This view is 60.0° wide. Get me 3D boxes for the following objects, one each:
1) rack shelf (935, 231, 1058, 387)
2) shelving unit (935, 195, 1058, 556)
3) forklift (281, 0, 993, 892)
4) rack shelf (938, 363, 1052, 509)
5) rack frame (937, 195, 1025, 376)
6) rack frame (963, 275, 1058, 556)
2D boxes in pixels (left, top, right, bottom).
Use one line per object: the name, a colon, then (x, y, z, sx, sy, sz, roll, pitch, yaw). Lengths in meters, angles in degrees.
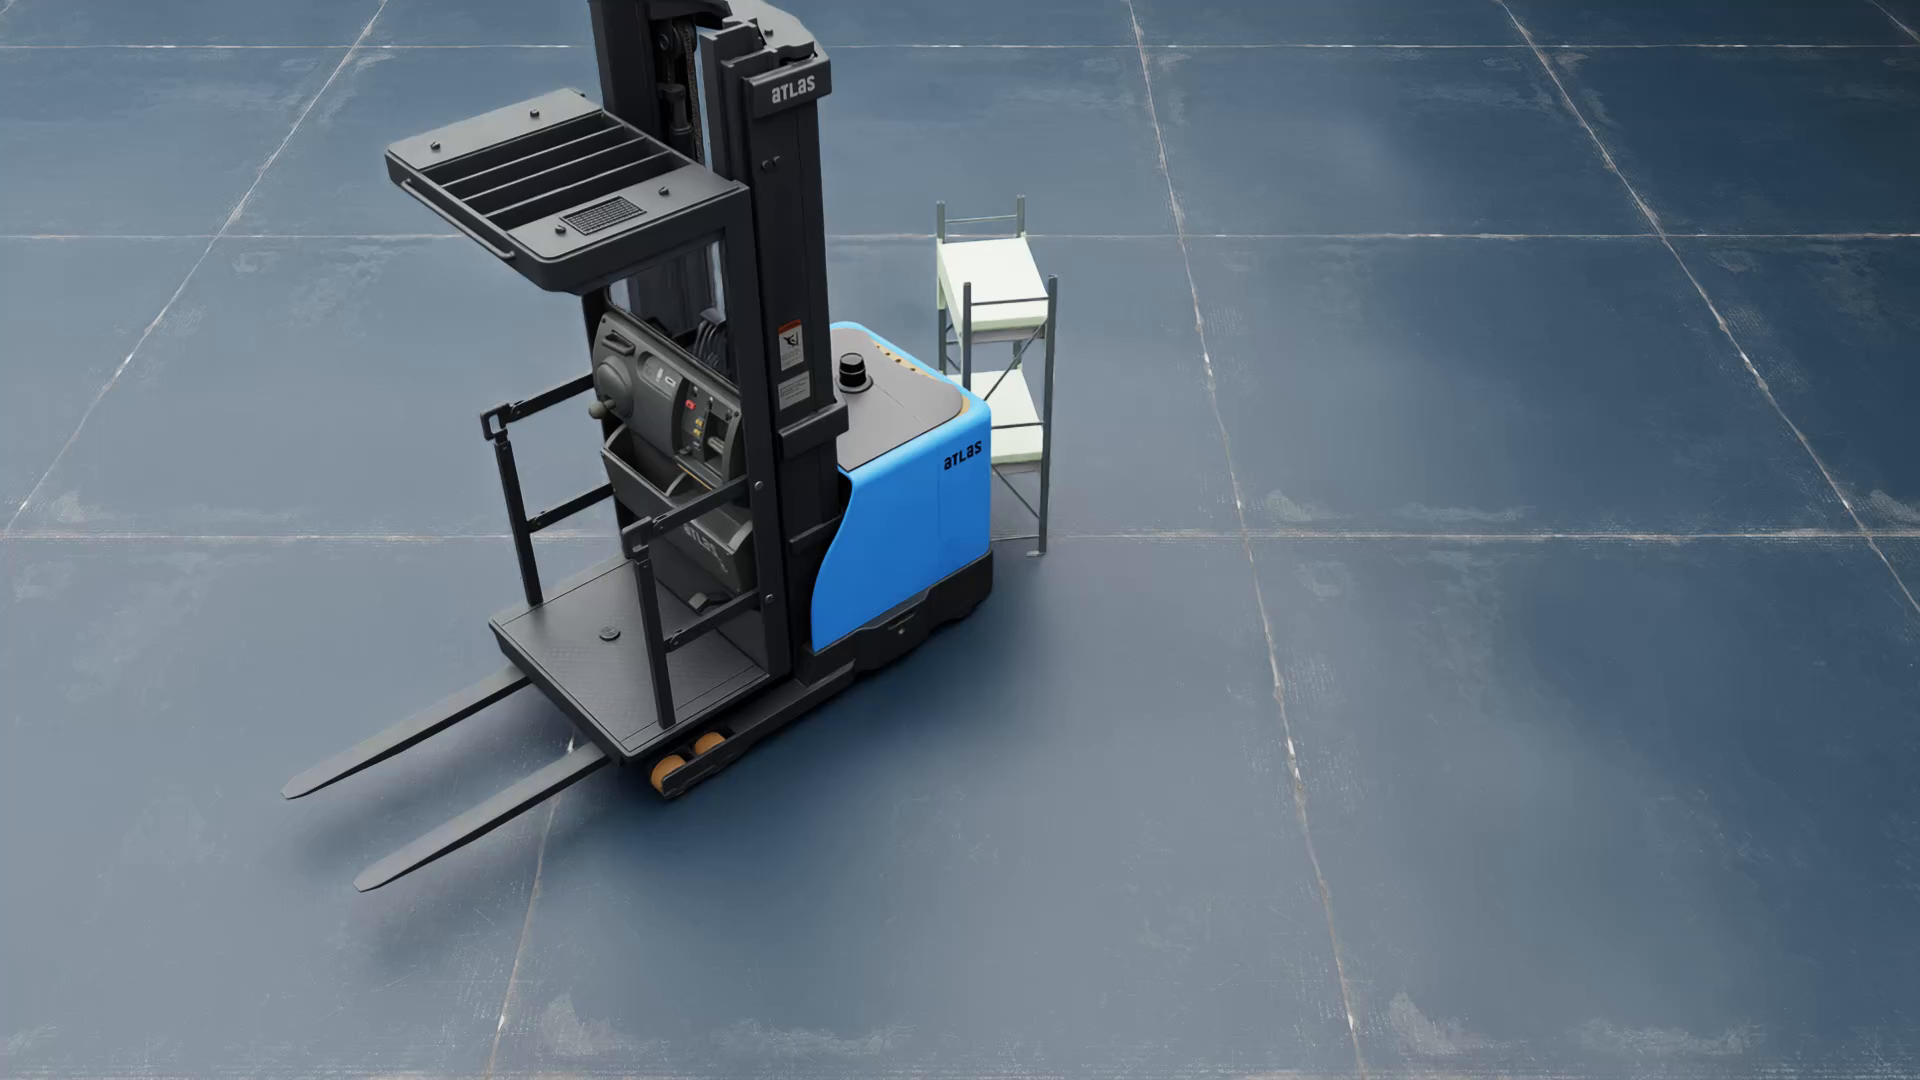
rack shelf: (0.153, -1.034, 7.463, 0.431, 0.370, 0.720, -6, 39, -7)
shelving unit: (0.153, -0.730, 7.707, 0.431, 1.500, 0.755, -6, 39, -7)
forklift: (-1.282, -0.480, 6.251, 3.031, 2.935, 1.130, -30, 47, -32)
rack shelf: (0.153, -0.475, 7.911, 0.431, 0.370, 0.720, -6, 39, -7)
rack frame: (0.095, -0.956, 7.989, 0.400, 1.500, 0.023, -6, 39, -7)
rack frame: (0.211, -0.504, 7.425, 0.400, 1.500, 0.023, -6, 39, -7)
